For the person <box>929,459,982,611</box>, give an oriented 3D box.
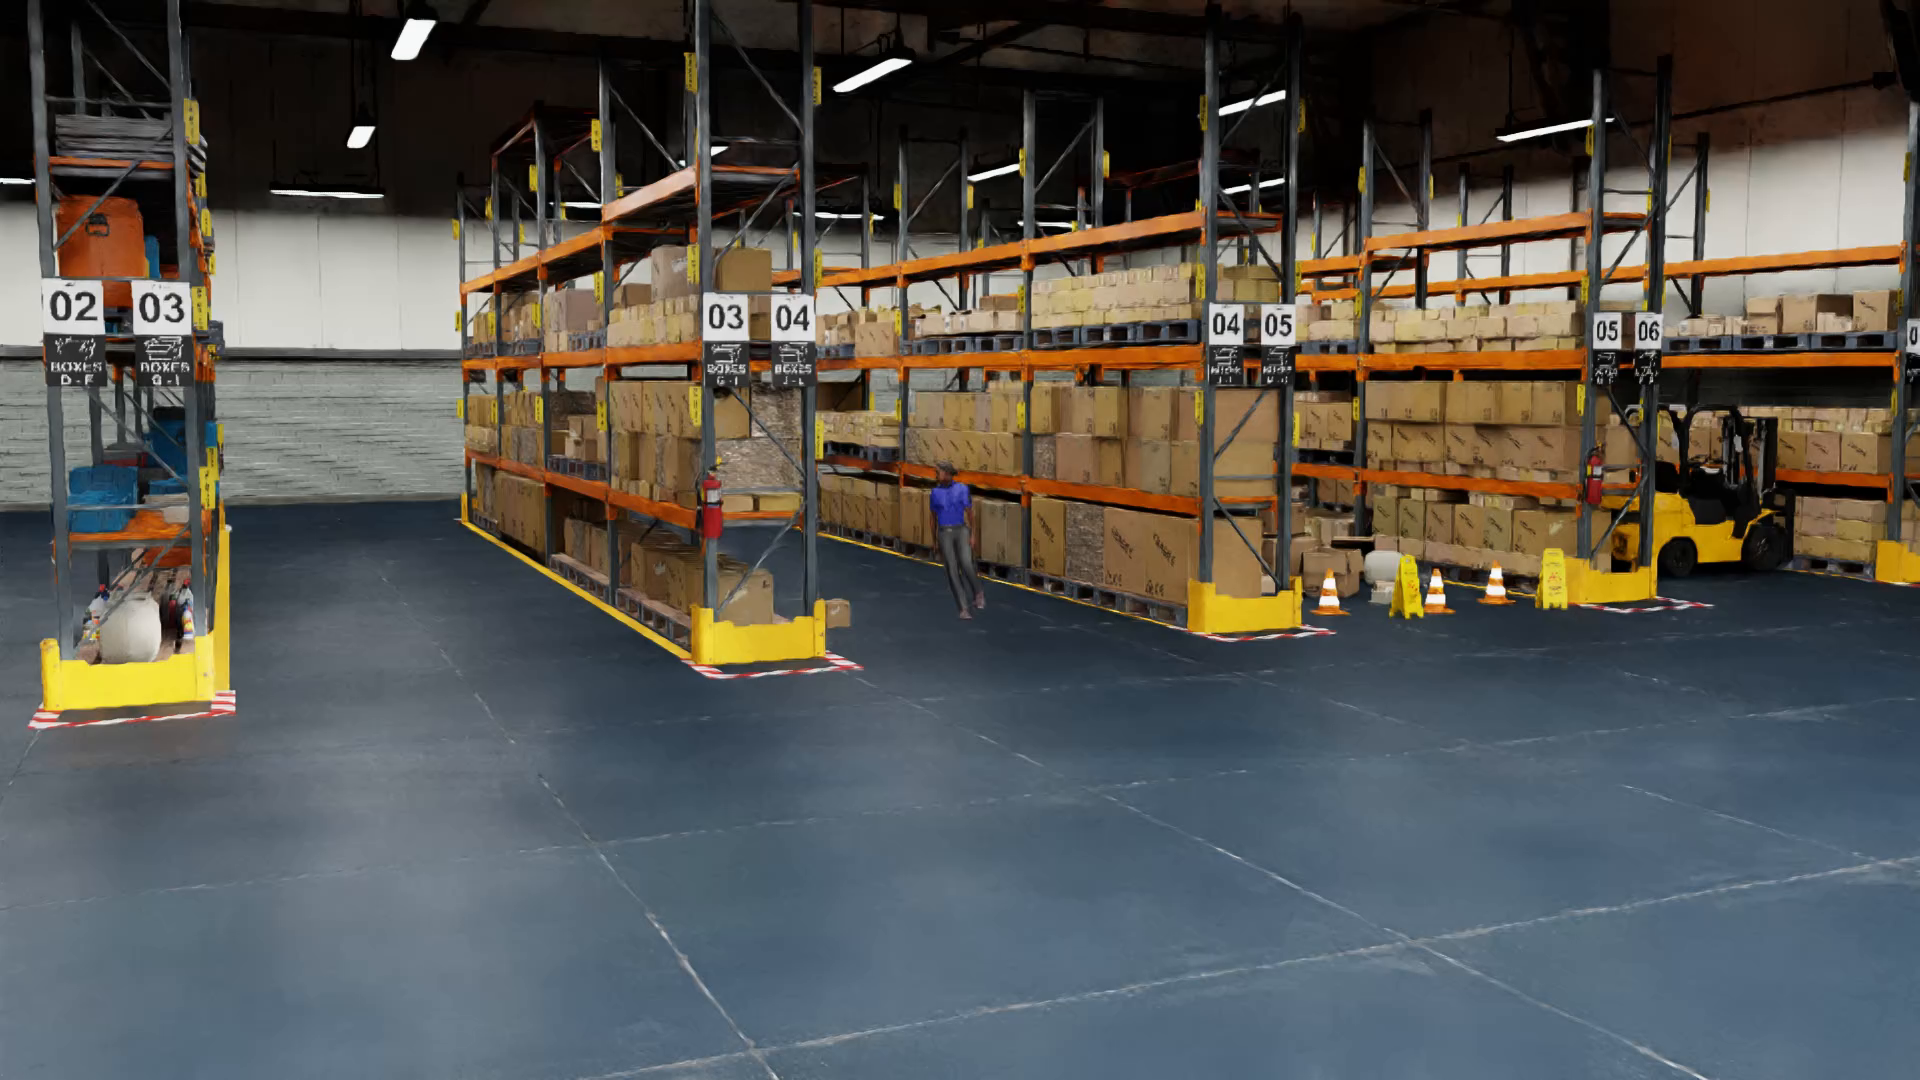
[{"bbox_3d":[-0.062,-0.041,17.207,0.555,1.580,0.432,1,6,10],"label":"person"}]
